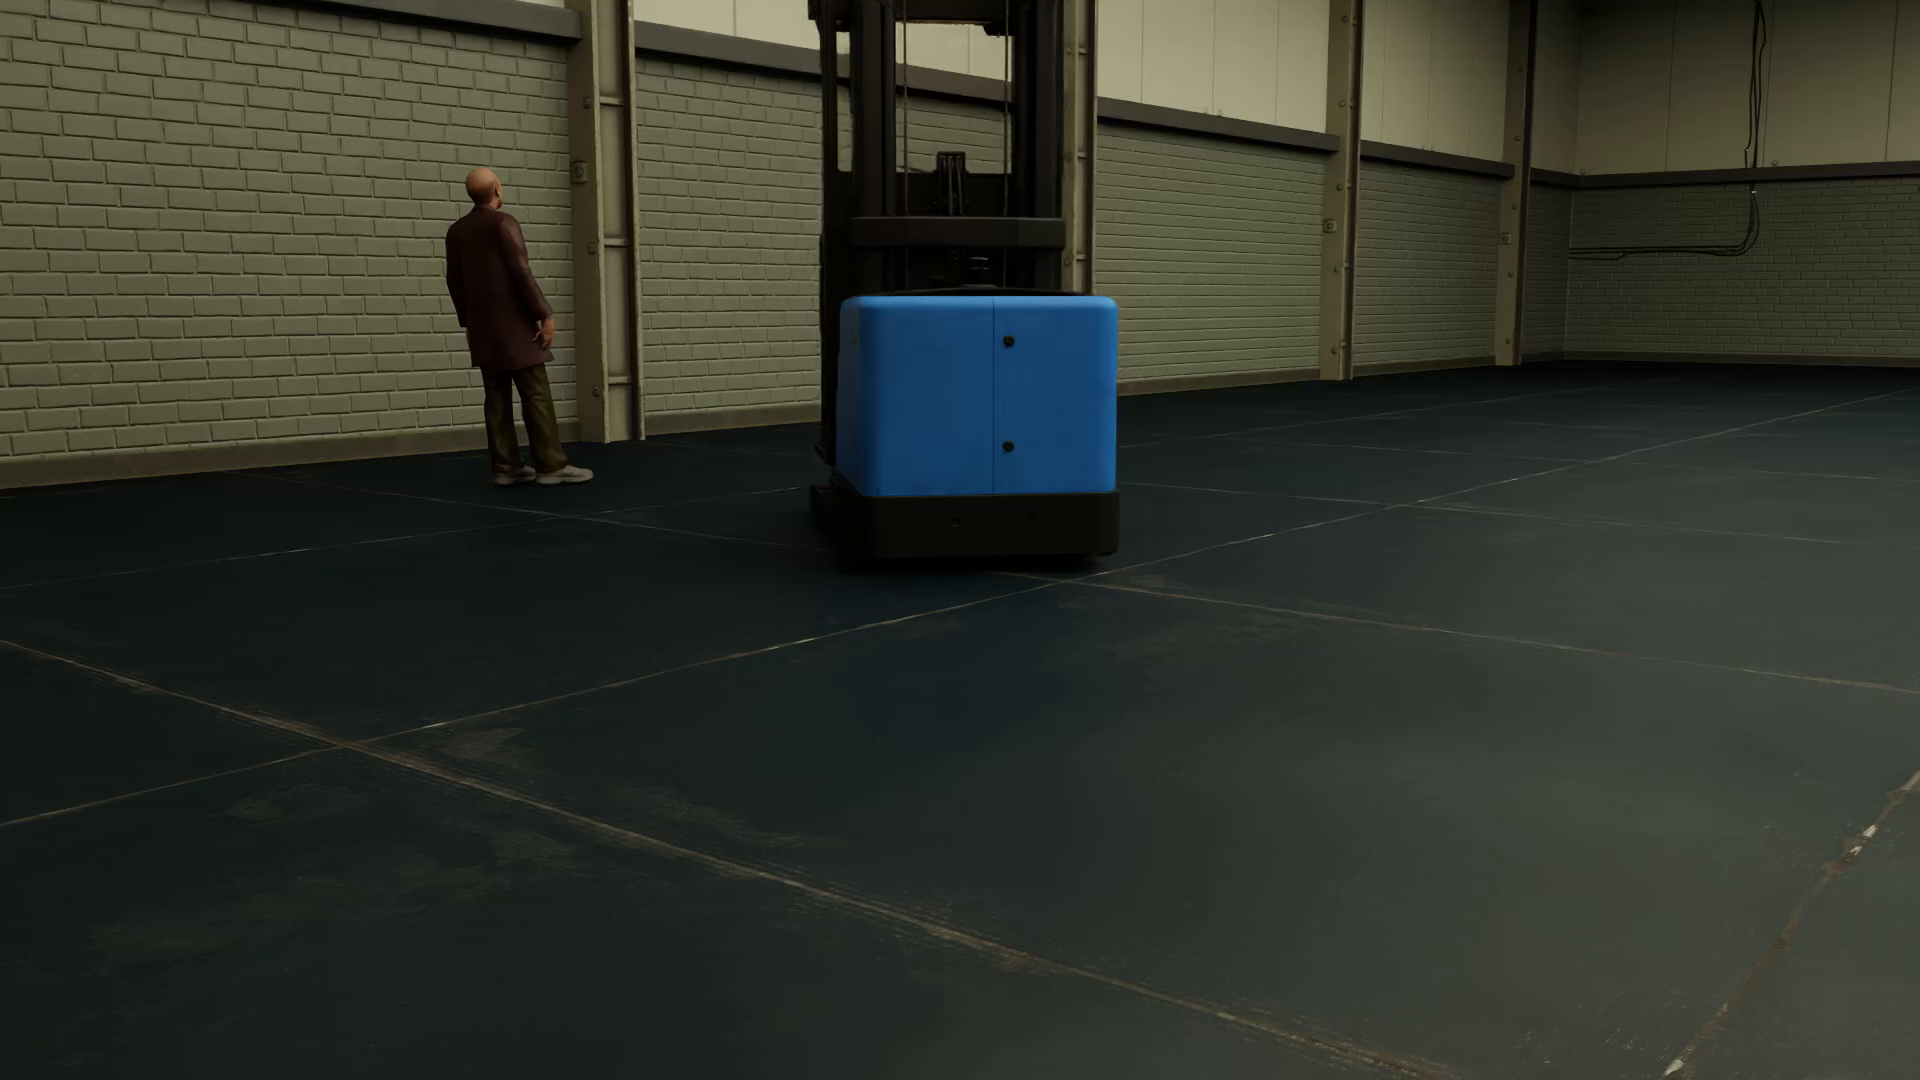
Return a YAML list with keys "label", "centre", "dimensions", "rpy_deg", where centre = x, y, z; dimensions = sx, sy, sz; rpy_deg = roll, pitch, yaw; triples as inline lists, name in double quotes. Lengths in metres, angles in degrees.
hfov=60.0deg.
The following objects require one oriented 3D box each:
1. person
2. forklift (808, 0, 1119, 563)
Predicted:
- label: "person"
  centre: [-2.537, -1.210, 9.483]
  dimensions: [0.695, 1.776, 0.583]
  rpy_deg: [5, 10, 30]
- label: "forklift"
  centre: [-0.120, -1.533, 7.758]
  dimensions: [1.130, 2.935, 3.031]
  rpy_deg: [-1, 8, -9]
